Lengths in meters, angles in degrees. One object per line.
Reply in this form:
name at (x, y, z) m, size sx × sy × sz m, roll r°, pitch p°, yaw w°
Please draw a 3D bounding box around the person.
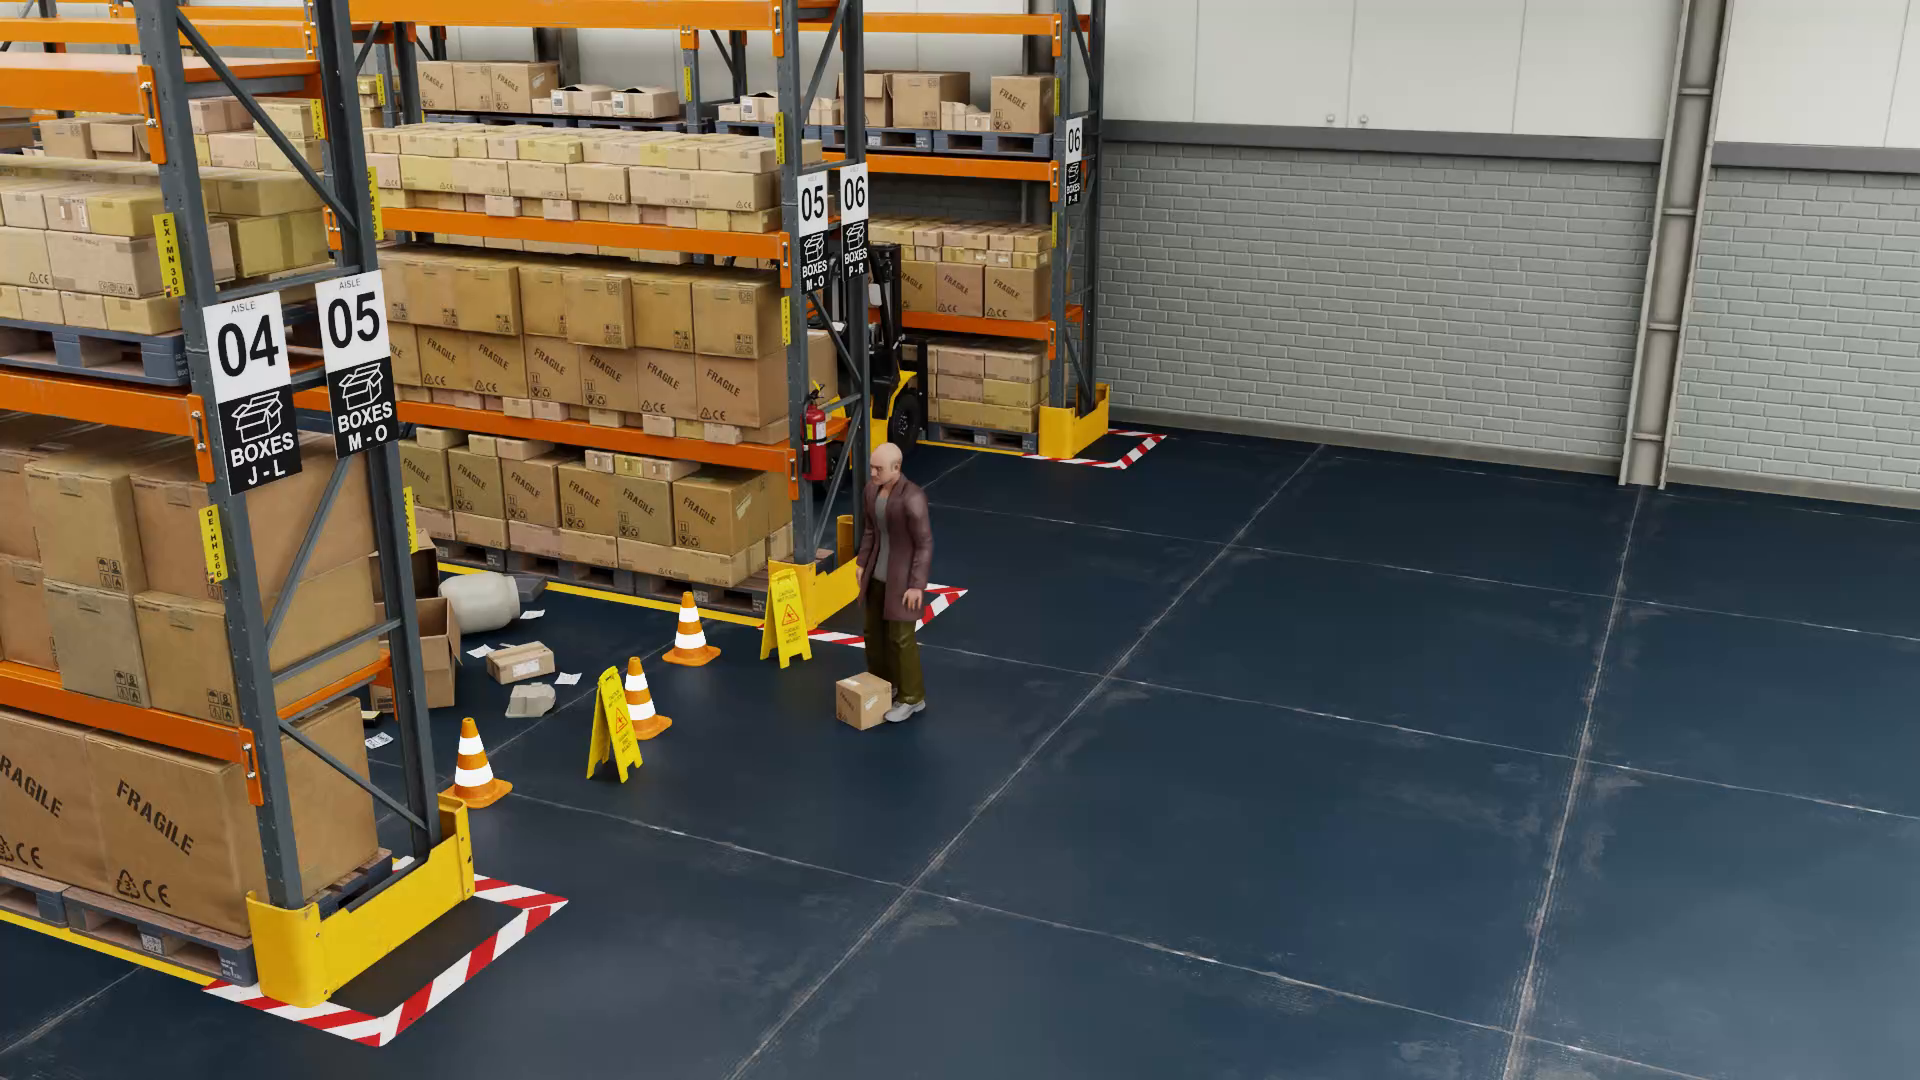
person at (-0.422, 0.324, 10.415) m, size 0.422 × 1.592 × 0.642 m, roll -15°, pitch 24°, yaw -38°
